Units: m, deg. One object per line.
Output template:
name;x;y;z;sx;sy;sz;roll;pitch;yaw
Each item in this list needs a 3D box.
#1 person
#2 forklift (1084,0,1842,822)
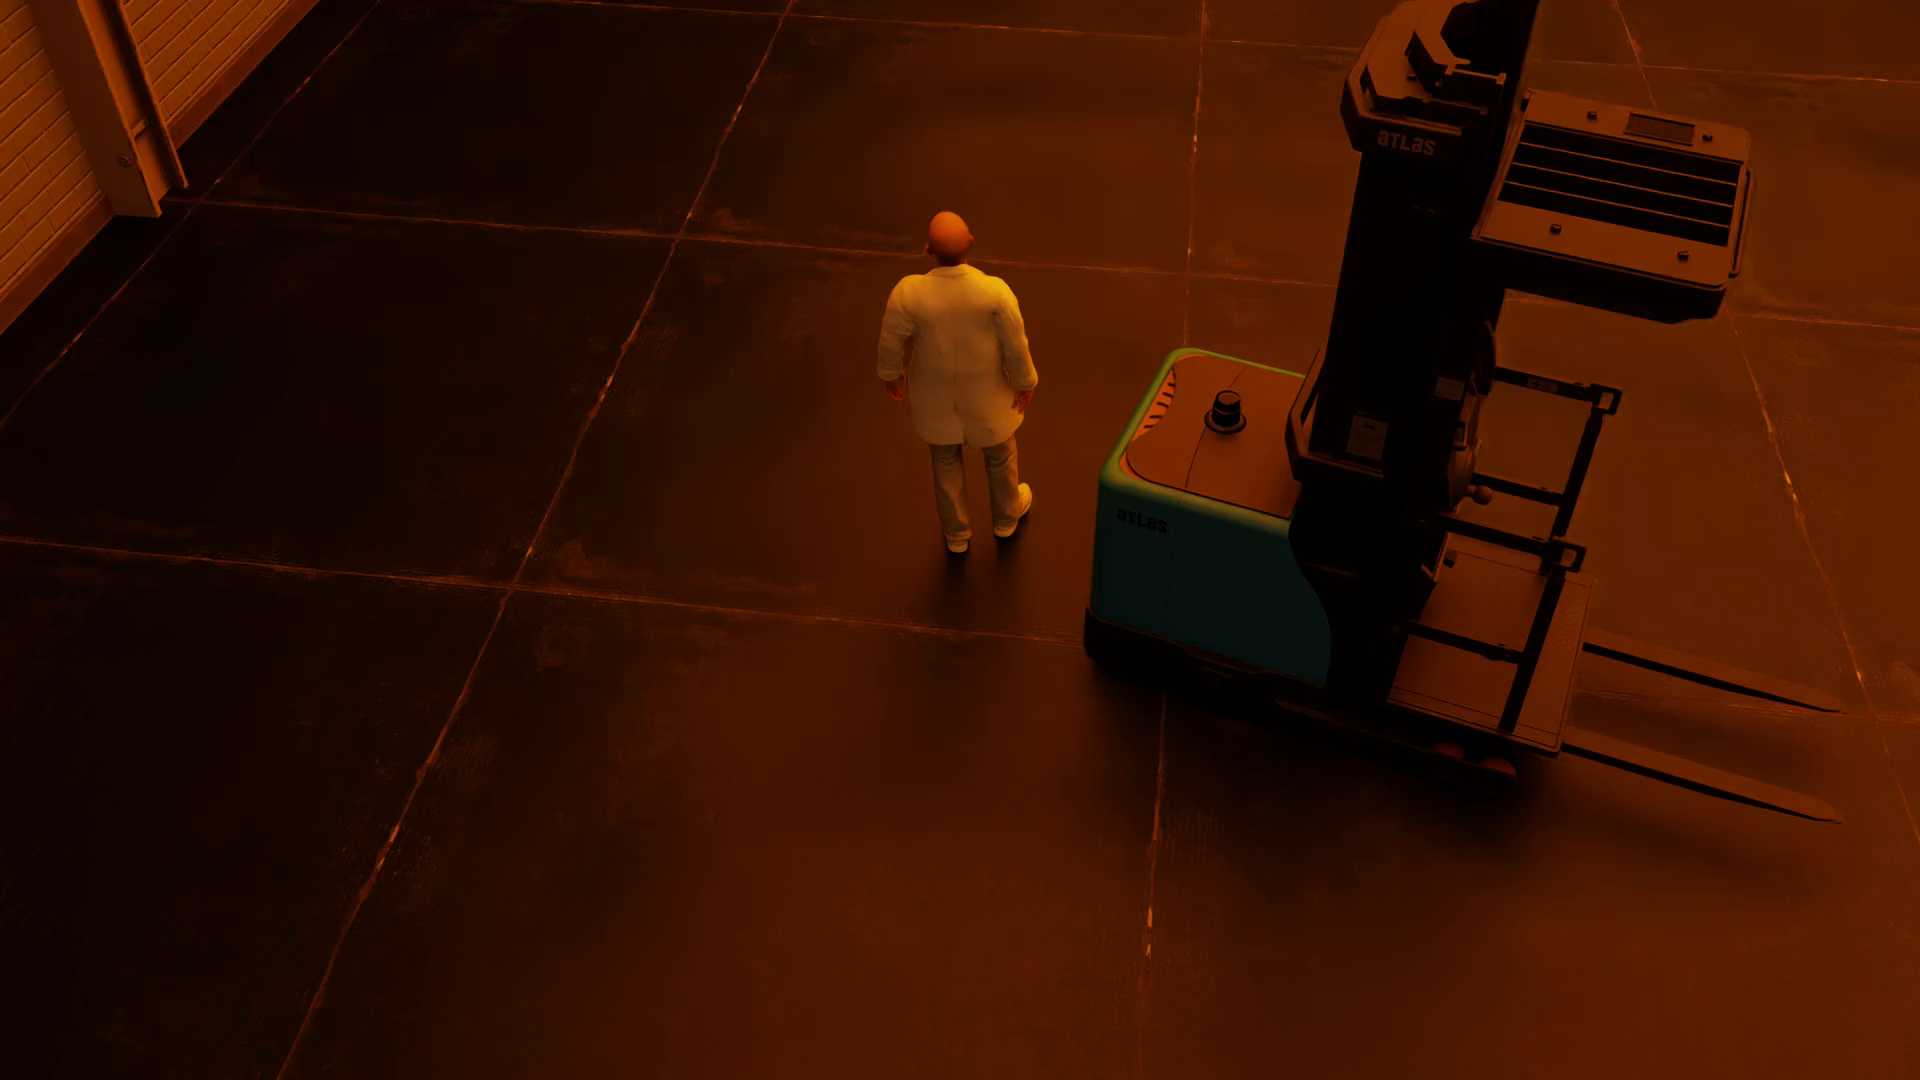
person;-0.008;-0.733;7.373;0.718;1.778;0.548;4;43;5
forklift;2.106;-0.451;6.215;3.031;2.935;1.130;16;45;17
